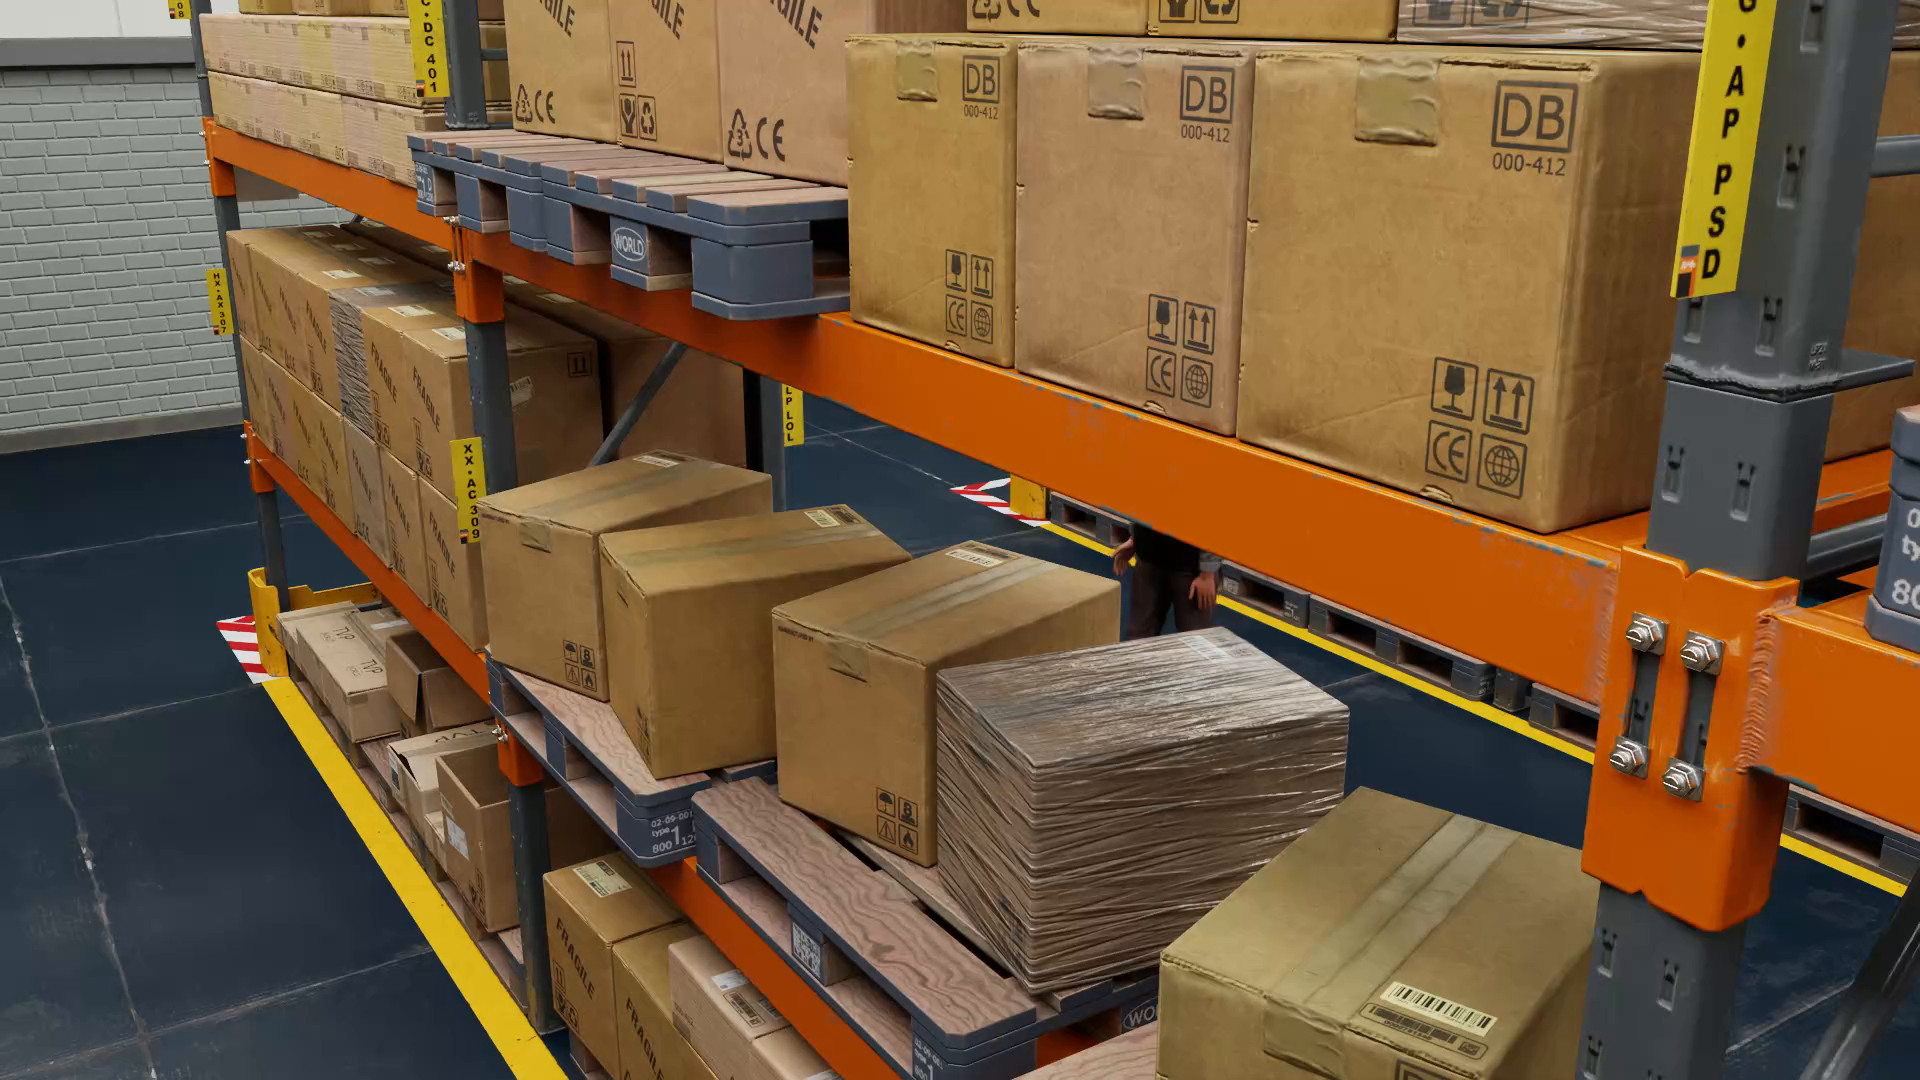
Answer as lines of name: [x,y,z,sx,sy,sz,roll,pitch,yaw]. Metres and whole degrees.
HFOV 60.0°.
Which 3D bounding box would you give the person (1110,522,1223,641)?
person: [0.934,0.134,7.628,0.550,1.712,0.600,-11,21,-31]
